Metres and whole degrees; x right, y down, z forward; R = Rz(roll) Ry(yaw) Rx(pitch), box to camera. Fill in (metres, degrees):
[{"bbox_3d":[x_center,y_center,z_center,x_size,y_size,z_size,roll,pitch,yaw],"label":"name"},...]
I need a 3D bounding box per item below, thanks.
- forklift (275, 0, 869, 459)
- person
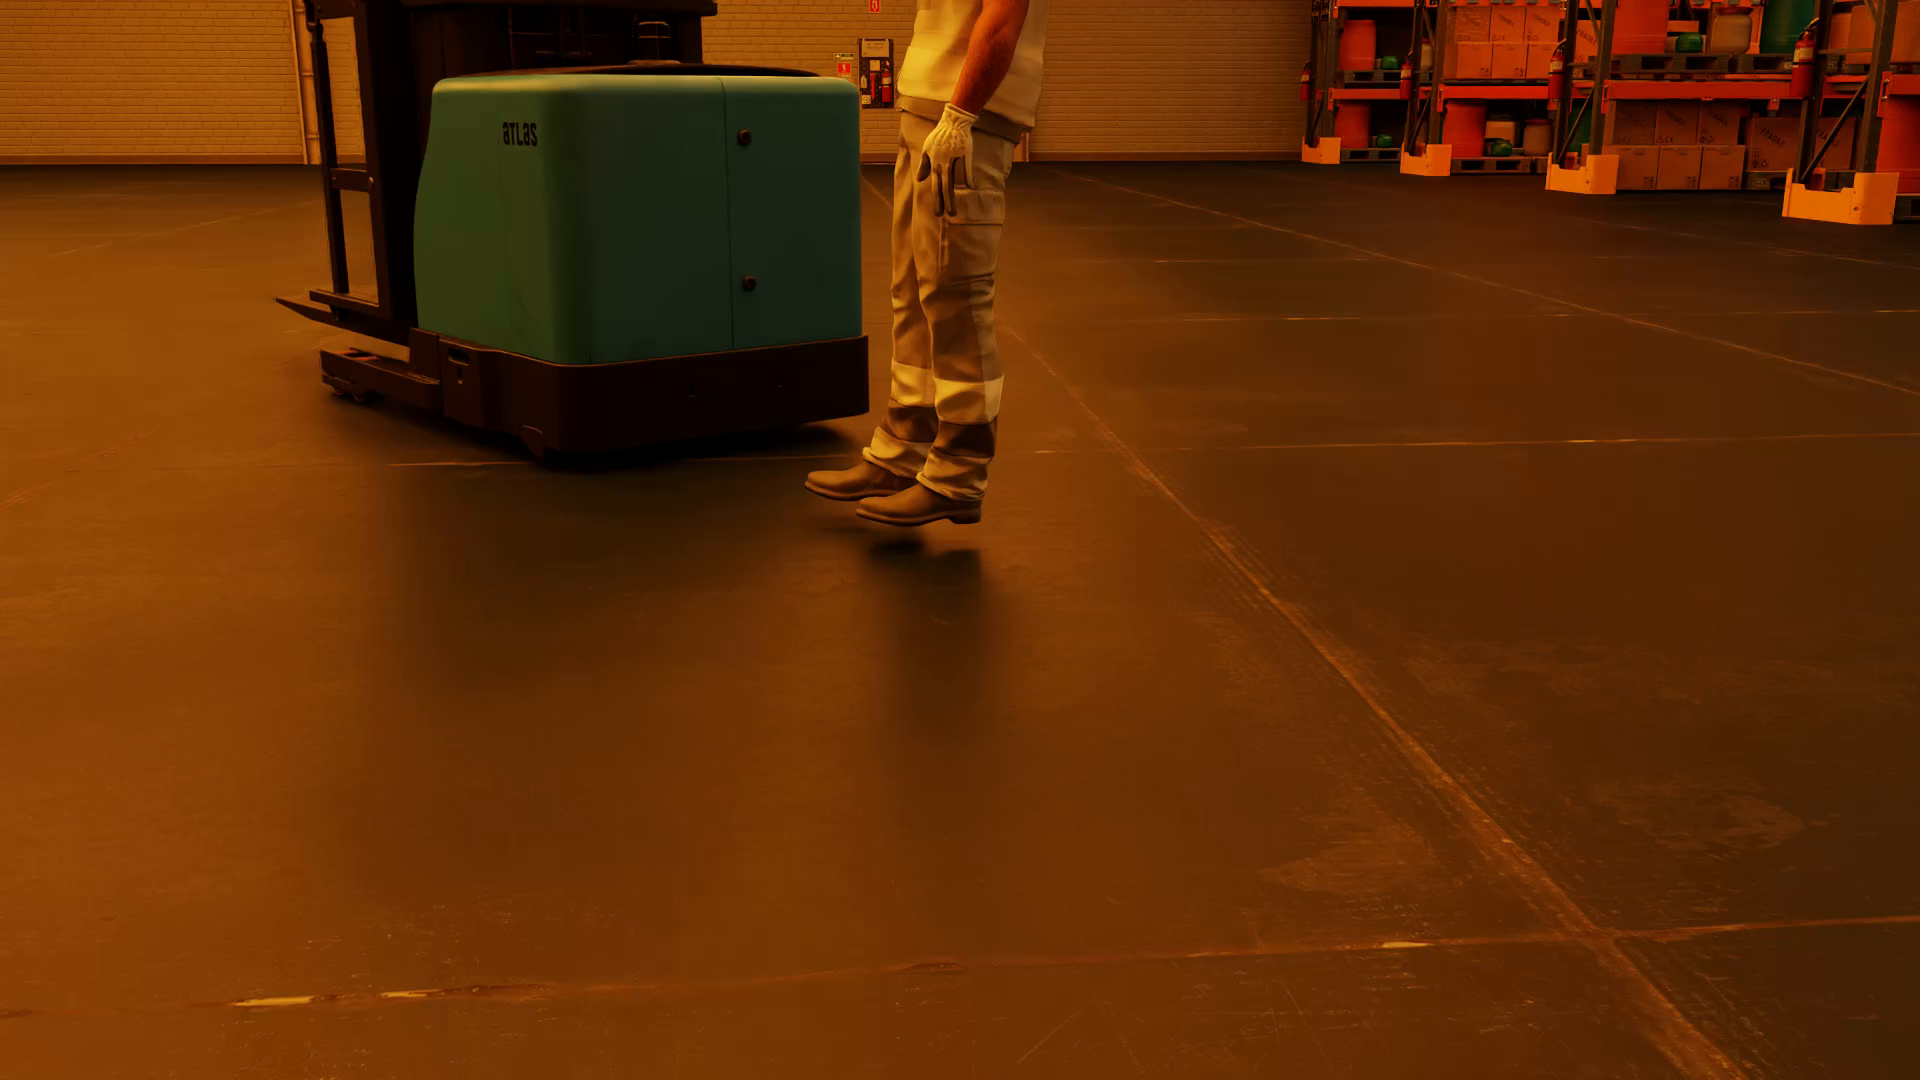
[{"bbox_3d":[-1.605,-1.958,5.621,1.130,2.935,3.031,-12,19,-38],"label":"forklift"},{"bbox_3d":[-0.081,-0.913,3.700,0.564,1.787,0.637,-1,15,-5],"label":"person"}]
